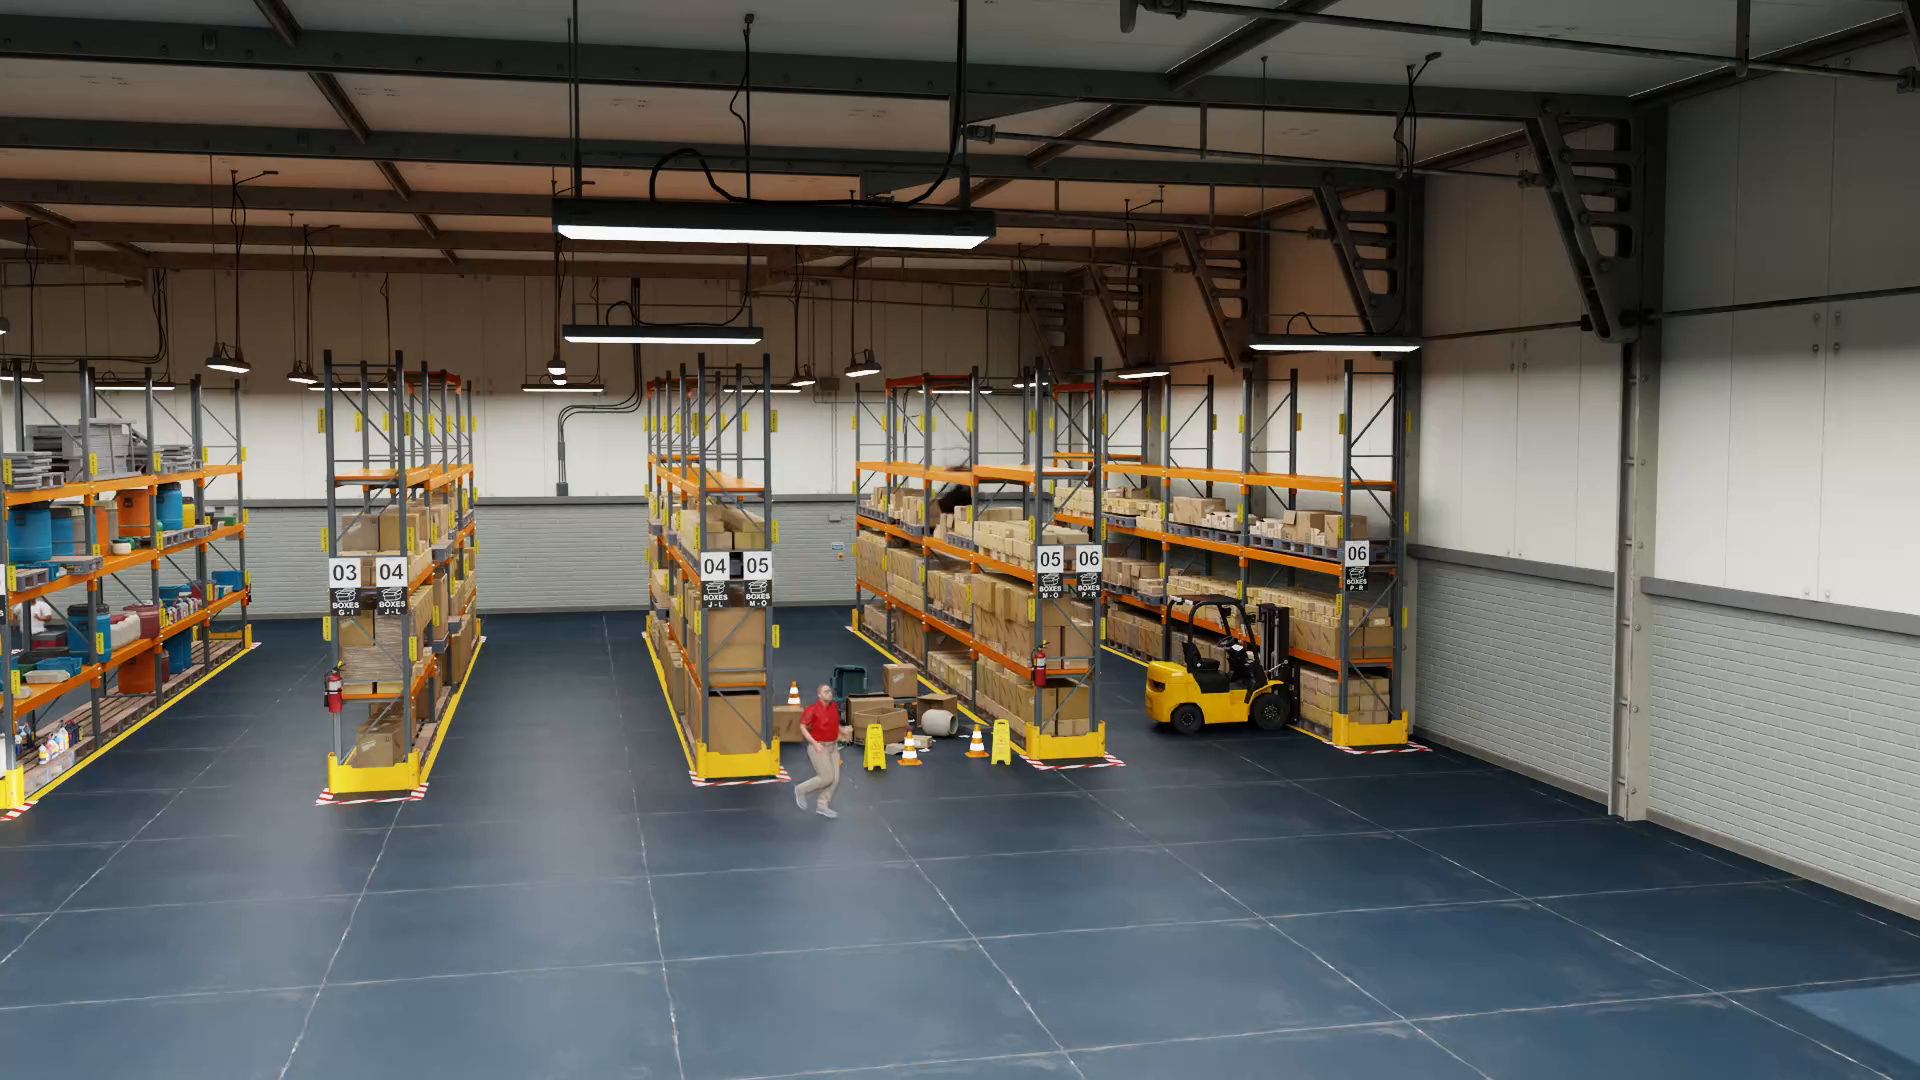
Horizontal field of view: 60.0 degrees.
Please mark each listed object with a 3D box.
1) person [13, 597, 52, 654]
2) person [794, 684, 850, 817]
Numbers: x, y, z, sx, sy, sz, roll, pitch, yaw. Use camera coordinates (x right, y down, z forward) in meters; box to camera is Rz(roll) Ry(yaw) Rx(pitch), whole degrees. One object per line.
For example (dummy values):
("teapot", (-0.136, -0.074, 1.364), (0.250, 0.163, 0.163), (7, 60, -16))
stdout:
("person", (-18.203, 1.829, 32.627), (0.687, 1.788, 0.903), (-2, 4, -26))
("person", (-1.750, 2.685, 21.313), (0.647, 1.701, 0.653), (3, 5, 35))
